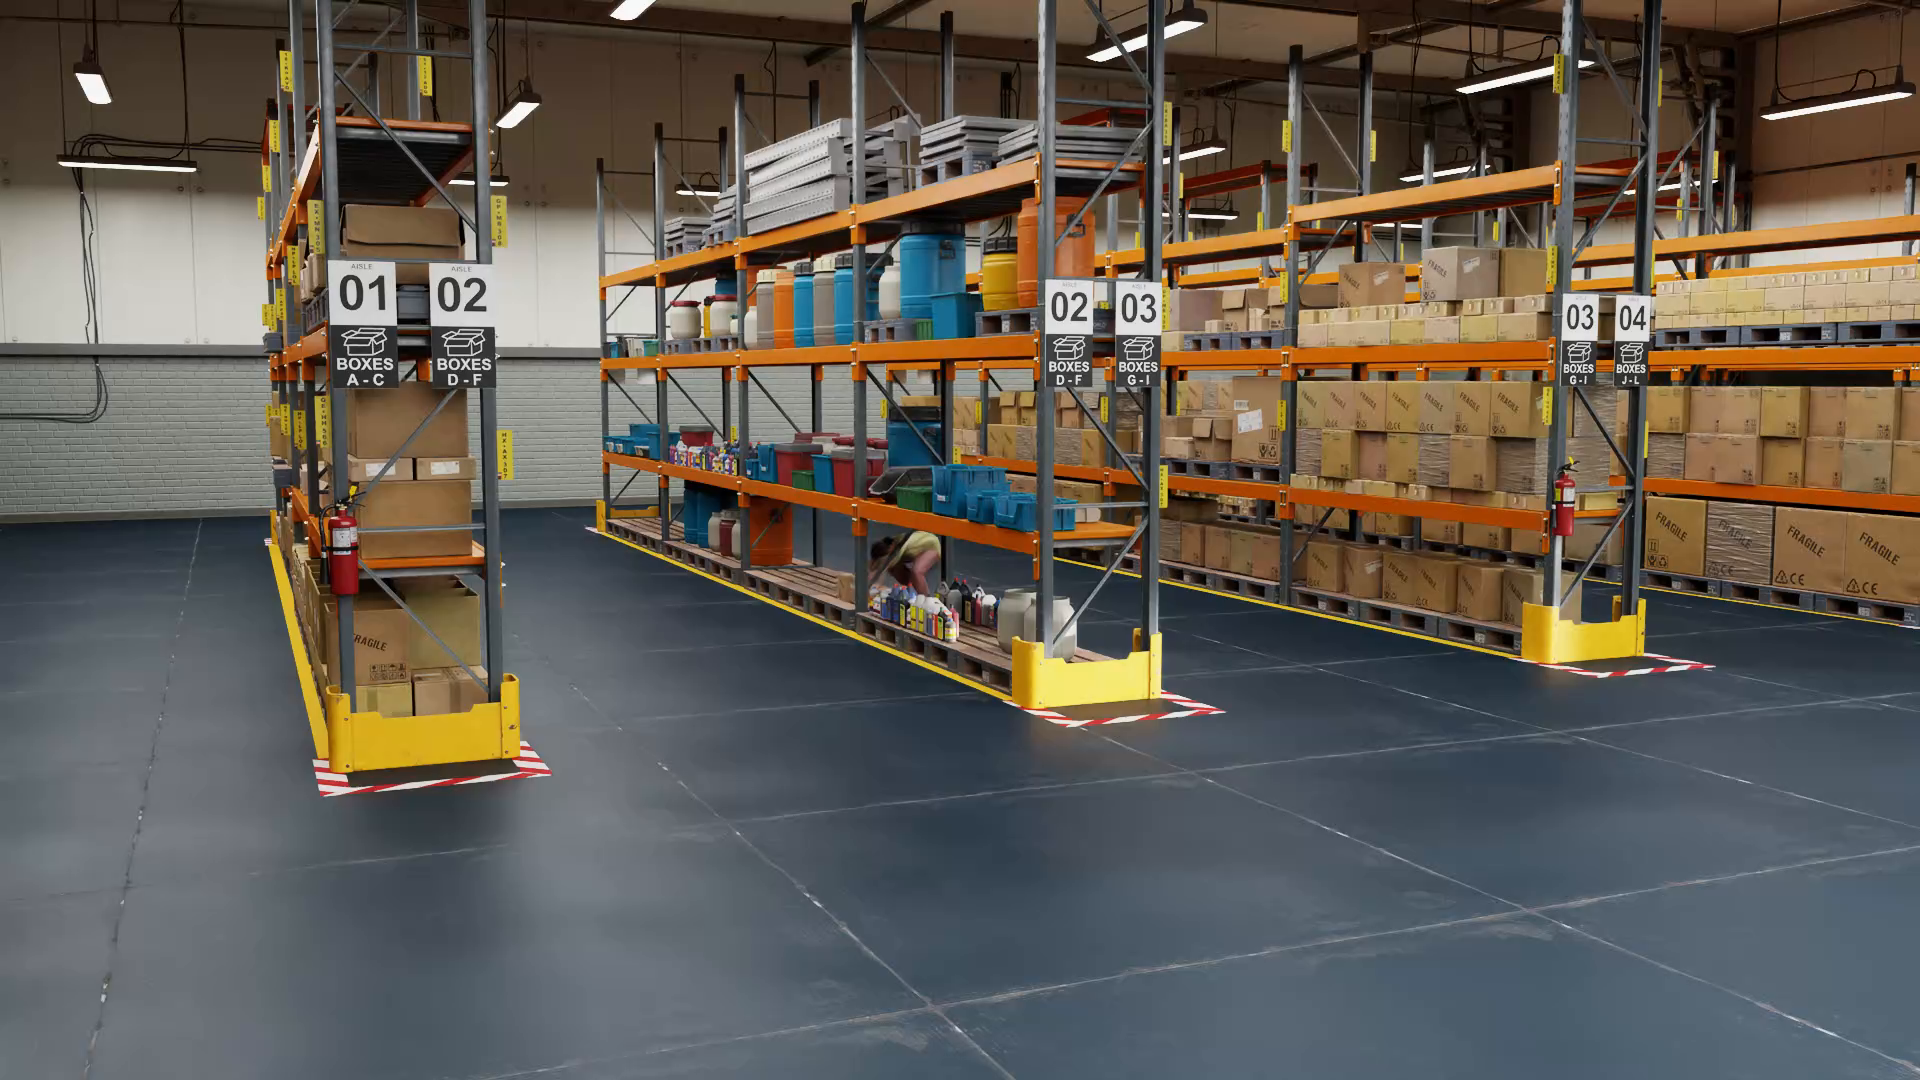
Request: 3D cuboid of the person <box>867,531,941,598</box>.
[{"bbox_3d":[-0.672,0.357,17.408,1.132,0.868,0.488,-5,7,-42],"label":"person"}]
